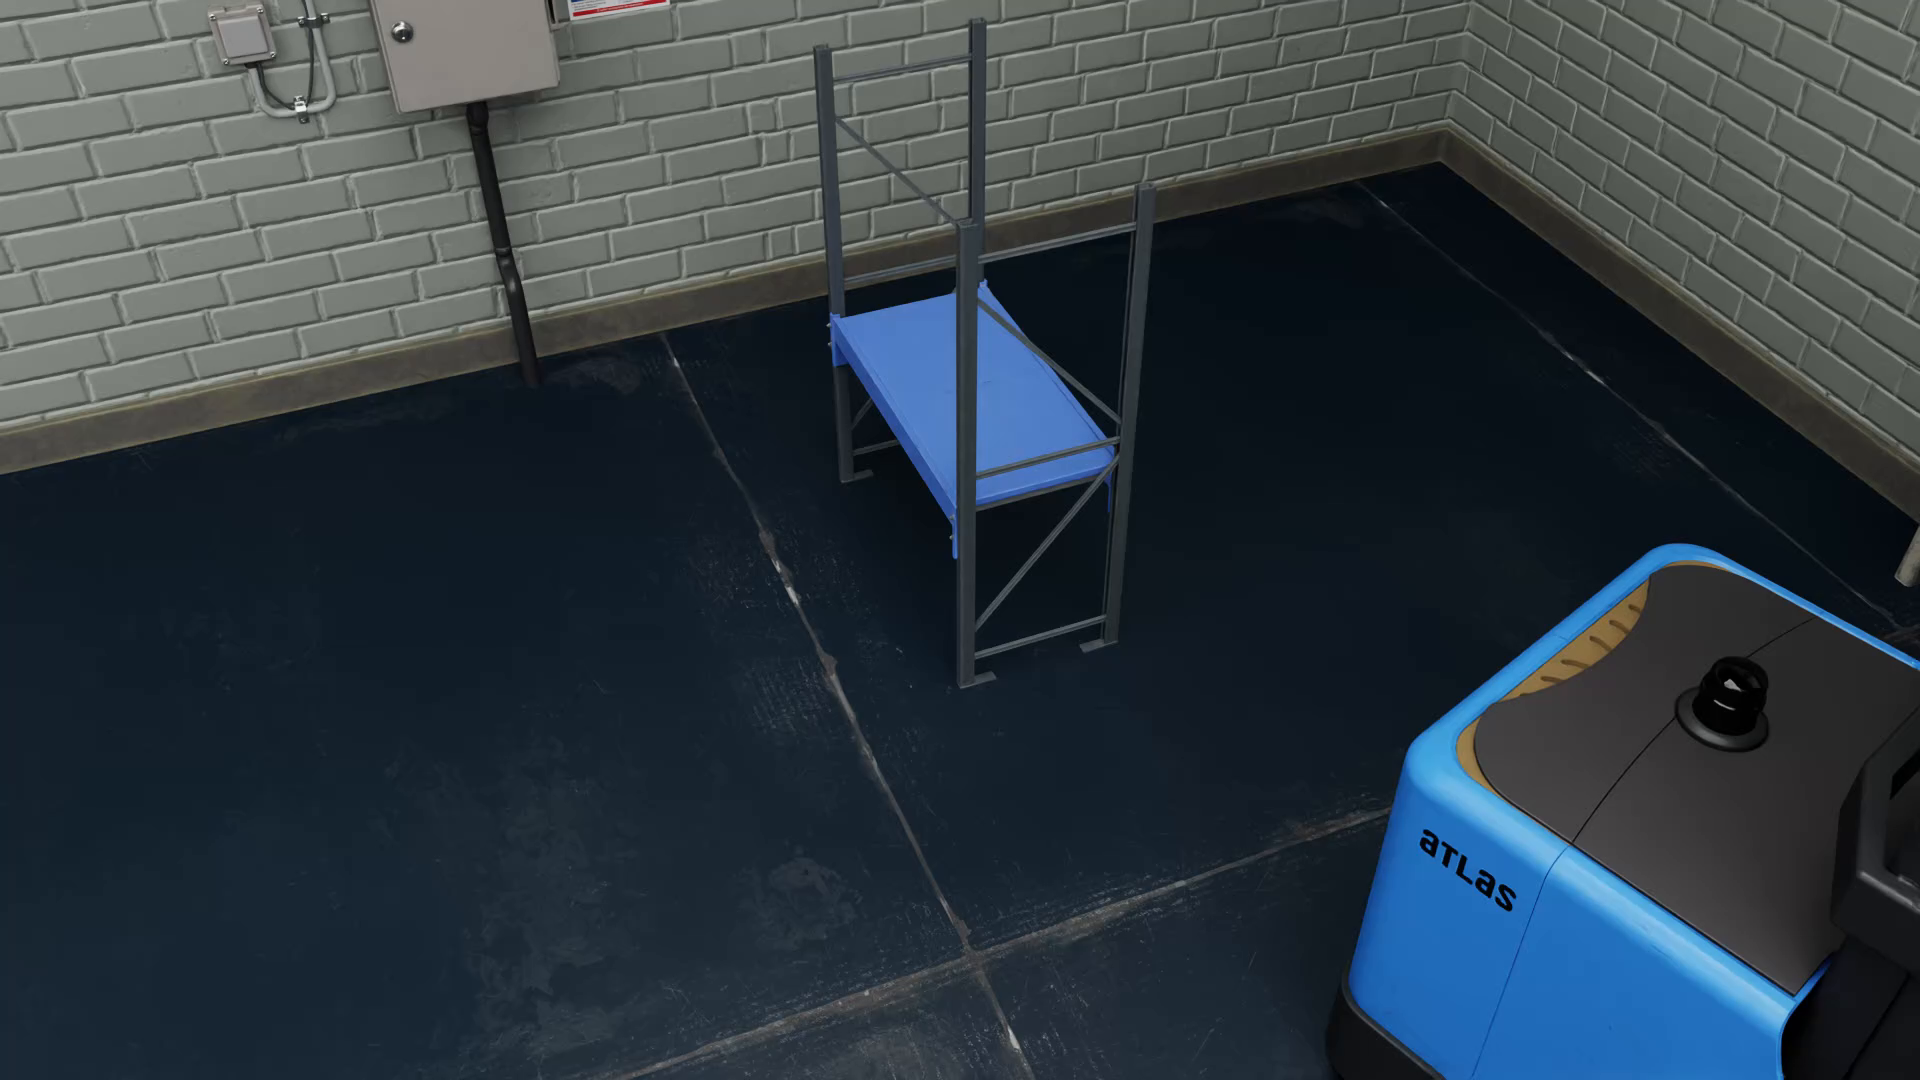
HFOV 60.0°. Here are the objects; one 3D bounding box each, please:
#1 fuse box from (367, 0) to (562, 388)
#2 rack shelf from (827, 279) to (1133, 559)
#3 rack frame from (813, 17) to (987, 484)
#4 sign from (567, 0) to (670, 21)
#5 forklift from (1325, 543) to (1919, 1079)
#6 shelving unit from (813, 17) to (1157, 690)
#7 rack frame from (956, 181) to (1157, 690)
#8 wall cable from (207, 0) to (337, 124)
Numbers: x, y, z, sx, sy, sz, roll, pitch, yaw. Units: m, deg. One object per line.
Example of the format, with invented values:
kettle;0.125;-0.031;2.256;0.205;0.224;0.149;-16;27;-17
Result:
fuse box;-1.477;-1.195;5.327;0.539;1.711;0.414;-15;43;-17
rack shelf;0.033;-0.381;4.819;0.538;0.185;1.000;-15;43;-17
rack frame;-0.162;-0.823;5.057;0.500;1.500;0.032;-15;43;-17
sign;-1.100;-1.896;5.227;0.329;0.494;0.001;-15;43;-17
forklift;2.184;0.613;2.289;1.130;2.935;3.031;-30;49;-30
shelving unit;0.033;-0.517;4.701;0.538;1.500;1.048;-15;43;-17
rack frame;0.227;-0.211;4.345;0.500;1.500;0.032;-15;43;-17
wall cable;-2.168;-1.994;4.488;0.588;1.984;0.122;-15;43;-17
